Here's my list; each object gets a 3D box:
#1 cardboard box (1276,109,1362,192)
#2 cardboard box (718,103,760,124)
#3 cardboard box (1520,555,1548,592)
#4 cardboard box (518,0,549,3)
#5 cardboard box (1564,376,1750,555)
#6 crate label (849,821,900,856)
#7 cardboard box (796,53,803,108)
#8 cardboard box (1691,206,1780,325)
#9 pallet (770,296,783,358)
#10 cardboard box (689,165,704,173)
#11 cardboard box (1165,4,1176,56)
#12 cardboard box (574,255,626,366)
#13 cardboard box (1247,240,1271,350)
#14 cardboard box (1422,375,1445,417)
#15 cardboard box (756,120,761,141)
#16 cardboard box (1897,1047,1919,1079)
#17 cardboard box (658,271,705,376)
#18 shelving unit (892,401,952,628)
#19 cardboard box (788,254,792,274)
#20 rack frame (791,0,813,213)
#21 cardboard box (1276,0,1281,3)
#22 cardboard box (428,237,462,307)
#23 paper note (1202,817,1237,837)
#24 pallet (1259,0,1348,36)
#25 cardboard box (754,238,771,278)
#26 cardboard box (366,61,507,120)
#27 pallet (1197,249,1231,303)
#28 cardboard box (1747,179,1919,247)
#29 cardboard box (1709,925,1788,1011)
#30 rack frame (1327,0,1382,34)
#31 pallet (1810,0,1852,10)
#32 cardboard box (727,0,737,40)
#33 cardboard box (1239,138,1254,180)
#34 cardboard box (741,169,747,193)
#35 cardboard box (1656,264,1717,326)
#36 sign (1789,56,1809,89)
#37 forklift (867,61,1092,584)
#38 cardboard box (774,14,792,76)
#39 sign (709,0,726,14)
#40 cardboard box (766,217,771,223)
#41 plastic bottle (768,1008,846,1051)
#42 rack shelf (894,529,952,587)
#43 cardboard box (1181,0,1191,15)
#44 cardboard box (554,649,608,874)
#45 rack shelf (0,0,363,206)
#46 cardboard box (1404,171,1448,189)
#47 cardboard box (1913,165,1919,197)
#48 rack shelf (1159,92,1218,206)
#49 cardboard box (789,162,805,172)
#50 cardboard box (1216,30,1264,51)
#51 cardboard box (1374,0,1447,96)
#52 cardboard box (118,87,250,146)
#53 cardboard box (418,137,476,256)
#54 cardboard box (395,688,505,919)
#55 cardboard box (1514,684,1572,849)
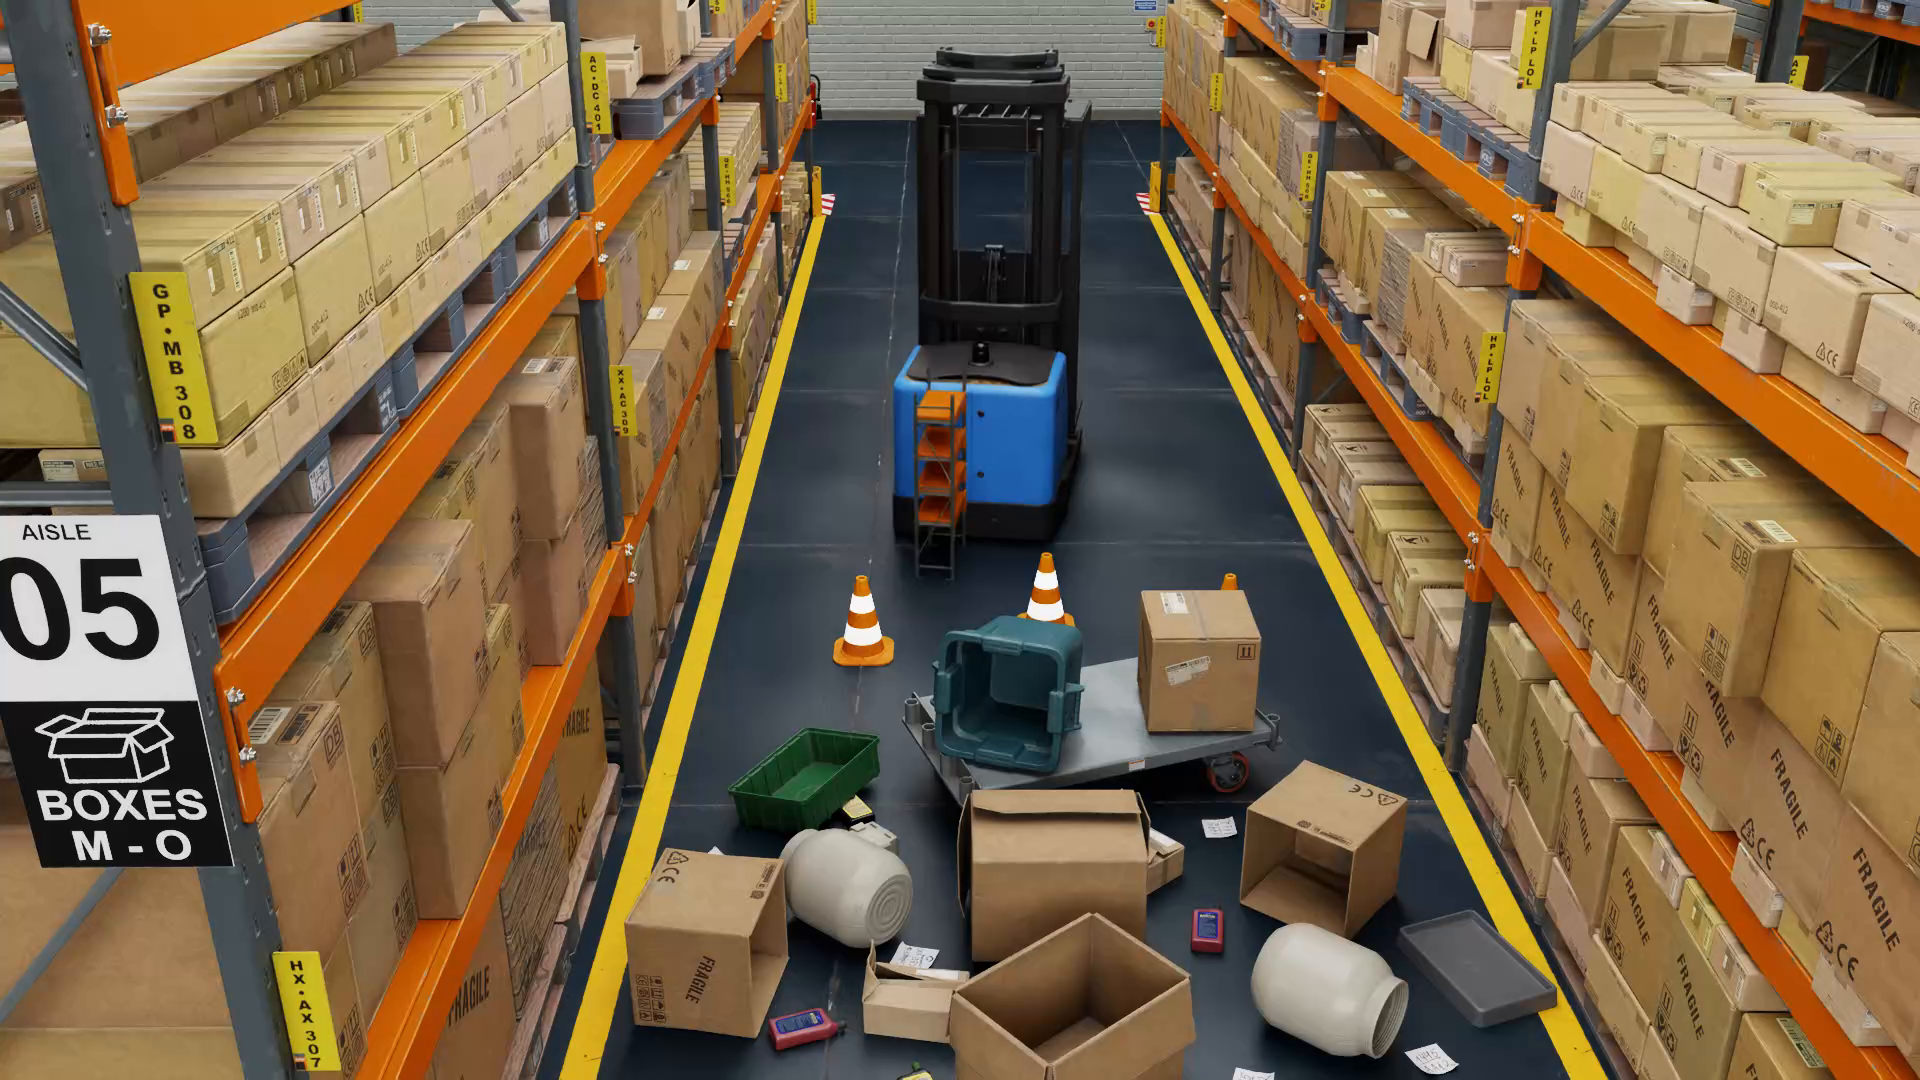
[{"bbox_3d":[2.587,-2.814,11.997,0.500,0.500,0.500,0,24,0],"label":"cardboard box"},{"bbox_3d":[-1.924,-3.657,14.270,0.380,0.149,0.250,1,24,2],"label":"cardboard box"},{"bbox_3d":[2.649,0.108,7.176,0.380,0.149,0.250,0,24,1],"label":"cardboard box"},{"bbox_3d":[-2.292,-3.089,9.778,0.500,0.311,0.500,0,24,0],"label":"cardboard box"},{"bbox_3d":[2.662,-0.278,6.029,0.700,0.500,0.500,-1,24,-2],"label":"cardboard box"},{"bbox_3d":[-0.427,1.395,7.499,0.298,0.136,0.250,-19,31,-36],"label":"crate label"},{"bbox_3d":[-1.890,-4.698,17.016,0.500,0.500,0.500,0,24,0],"label":"cardboard box"},{"bbox_3d":[2.658,-0.866,5.205,0.500,0.250,0.500,0,24,0],"label":"cardboard box"},{"bbox_3d":[-2.114,-1.883,14.656,1.003,0.211,1.213,0,24,-1],"label":"pallet"},{"bbox_3d":[-1.895,-2.577,11.881,0.380,0.149,0.250,0,24,-1],"label":"cardboard box"},{"bbox_3d":[2.502,-5.488,17.910,0.500,0.500,0.500,-1,24,-2],"label":"cardboard box"},{"bbox_3d":[-2.055,-1.095,8.197,0.700,0.500,0.500,-1,24,-1],"label":"cardboard box"},{"bbox_3d":[2.929,-2.134,13.897,0.875,0.875,0.875,0,24,1],"label":"cardboard box"},{"bbox_3d":[2.607,-0.744,8.550,0.380,0.149,0.250,-1,24,-1],"label":"cardboard box"},{"bbox_3d":[-1.922,-3.523,14.334,0.380,0.149,0.250,0,24,1],"label":"cardboard box"},{"bbox_3d":[2.738,1.368,4.390,0.380,0.149,0.250,1,24,1],"label":"cardboard box"},{"bbox_3d":[-1.797,-1.275,9.809,0.500,0.500,0.500,-1,24,-1],"label":"cardboard box"},{"bbox_3d":[-0.214,-0.147,9.603,0.258,1.200,0.503,4,26,8],"label":"shelving unit"},{"bbox_3d":[-1.809,-2.627,15.869,0.380,0.149,0.250,0,24,1],"label":"cardboard box"},{"bbox_3d":[-2.167,-5.122,18.435,1.000,3.000,0.127,0,24,-1],"label":"rack frame"},{"bbox_3d":[2.559,-4.218,12.166,0.500,0.500,0.500,0,24,0],"label":"cardboard box"},{"bbox_3d":[-1.693,-0.786,4.882,0.380,0.149,0.250,0,24,0],"label":"cardboard box"},{"bbox_3d":[1.212,1.337,7.756,0.148,0.019,0.142,0,24,-1],"label":"paper note"},{"bbox_3d":[2.793,-3.896,12.314,1.003,0.211,1.213,1,24,2],"label":"pallet"},{"bbox_3d":[-1.871,-2.350,13.921,0.500,0.250,0.500,1,24,2],"label":"cardboard box"},{"bbox_3d":[-1.702,-1.463,5.411,0.380,0.149,0.250,0,24,0],"label":"cardboard box"},{"bbox_3d":[2.895,-2.581,16.201,1.003,0.211,1.213,0,24,-1],"label":"pallet"},{"bbox_3d":[2.607,-0.978,4.971,0.380,0.149,0.250,0,24,1],"label":"cardboard box"},{"bbox_3d":[2.615,1.351,5.252,0.380,0.149,0.250,0,24,1],"label":"cardboard box"},{"bbox_3d":[2.869,-4.623,10.052,1.000,3.000,0.127,0,24,-1],"label":"rack frame"},{"bbox_3d":[7.725,-4.574,13.811,1.213,0.211,1.003,0,24,-1],"label":"pallet"},{"bbox_3d":[-1.833,-3.681,11.486,0.500,0.500,0.500,0,24,-1],"label":"cardboard box"},{"bbox_3d":[2.560,-3.092,13.522,0.500,0.250,0.500,0,24,0],"label":"cardboard box"},{"bbox_3d":[-1.904,-2.851,13.210,0.380,0.149,0.250,1,24,2],"label":"cardboard box"},{"bbox_3d":[2.597,-0.832,5.615,0.380,0.149,0.250,-1,24,-2],"label":"cardboard box"},{"bbox_3d":[3.455,-1.849,6.931,0.100,0.325,0.005,0,24,-1],"label":"sign"},{"bbox_3d":[0.236,-1.651,10.844,1.130,2.935,3.031,5,25,10],"label":"forklift"},{"bbox_3d":[-1.880,-4.719,15.848,0.500,0.500,0.500,0,24,0],"label":"cardboard box"},{"bbox_3d":[-1.525,-3.463,10.404,0.100,0.325,0.005,0,24,-1],"label":"sign"},{"bbox_3d":[-1.916,-2.998,15.967,0.380,0.149,0.250,-1,24,-1],"label":"cardboard box"},{"bbox_3d":[-0.594,1.897,6.482,0.283,0.061,0.133,-9,26,-19],"label":"plastic bottle"},{"bbox_3d":[-0.213,0.093,9.718,0.258,0.148,0.480,4,26,8],"label":"rack shelf"},{"bbox_3d":[2.491,-5.512,17.175,0.380,0.149,0.250,-1,24,-2],"label":"cardboard box"},{"bbox_3d":[-2.100,0.859,7.280,0.875,0.875,0.875,0,24,0],"label":"cardboard box"},{"bbox_3d":[-2.015,-1.577,4.675,1.077,0.370,4.000,0,24,-1],"label":"rack shelf"},{"bbox_3d":[3.151,-2.076,10.708,0.500,0.500,0.500,-1,24,-2],"label":"cardboard box"},{"bbox_3d":[3.246,-1.089,5.215,0.380,0.149,0.250,0,24,0],"label":"cardboard box"},{"bbox_3d":[2.803,-4.034,16.903,1.077,0.370,4.000,0,24,-1],"label":"rack shelf"},{"bbox_3d":[-1.908,-4.069,18.334,0.380,0.149,0.250,0,24,0],"label":"cardboard box"},{"bbox_3d":[2.503,-4.460,14.849,0.380,0.149,0.250,-1,24,-2],"label":"cardboard box"},{"bbox_3d":[2.869,-2.911,9.786,0.700,0.500,0.500,0,24,-1],"label":"cardboard box"},{"bbox_3d":[-2.356,-1.252,4.943,0.380,0.149,0.250,0,24,-1],"label":"cardboard box"},{"bbox_3d":[-1.759,-1.024,4.924,0.500,0.250,0.500,0,24,-1],"label":"cardboard box"},{"bbox_3d":[-1.951,0.792,5.177,0.875,0.550,0.550,0,24,-1],"label":"cardboard box"},{"bbox_3d":[2.666,0.943,6.941,0.500,0.500,0.500,1,24,2],"label":"cardboard box"}]
